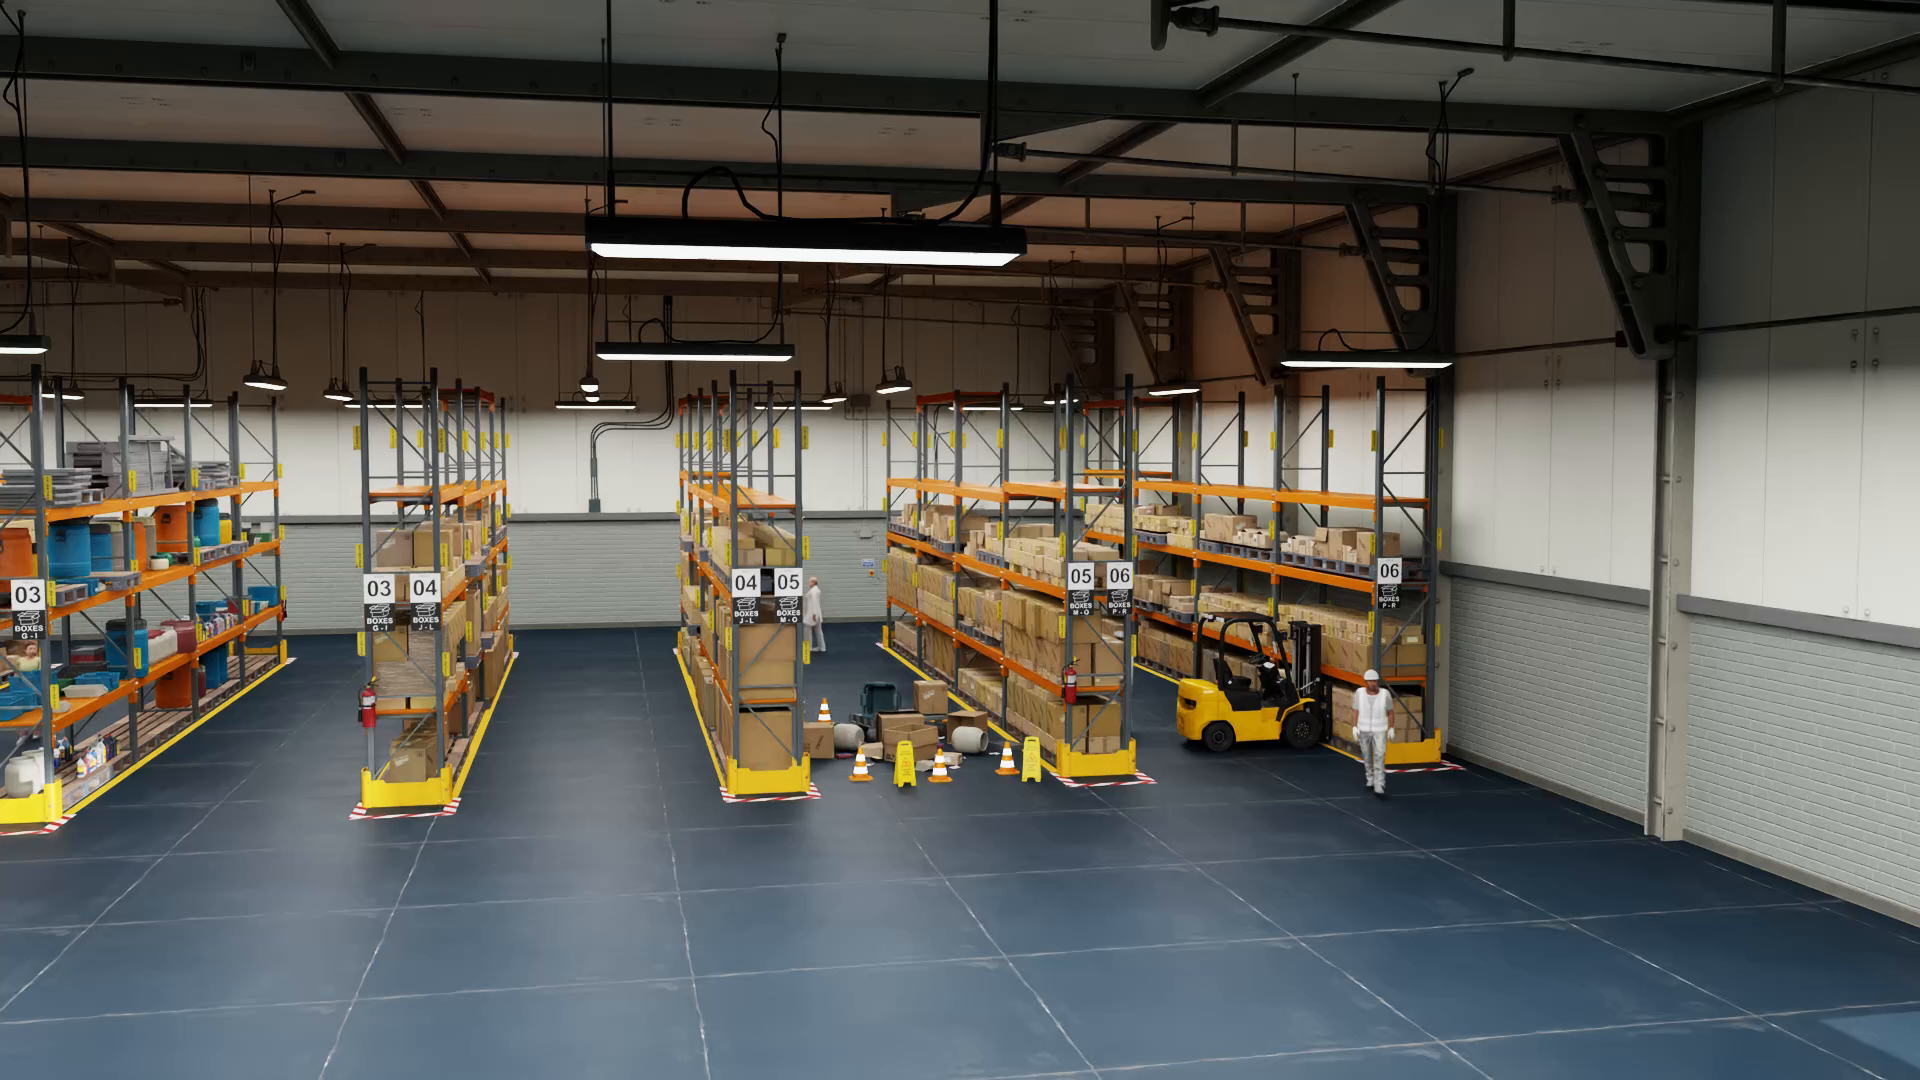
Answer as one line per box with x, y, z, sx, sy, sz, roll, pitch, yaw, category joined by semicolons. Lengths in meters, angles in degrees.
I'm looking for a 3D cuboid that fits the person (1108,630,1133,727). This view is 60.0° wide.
2.810;2.459;29.075;0.500;1.738;0.579;-1;4;-15;person

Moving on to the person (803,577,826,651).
-3.503;1.773;39.382;0.714;1.795;0.617;1;4;16;person

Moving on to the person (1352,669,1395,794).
5.840;2.700;23.589;0.577;1.728;1.034;2;4;24;person

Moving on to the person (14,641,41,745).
-15.501;2.538;27.696;0.472;1.667;0.745;-2;4;-26;person
